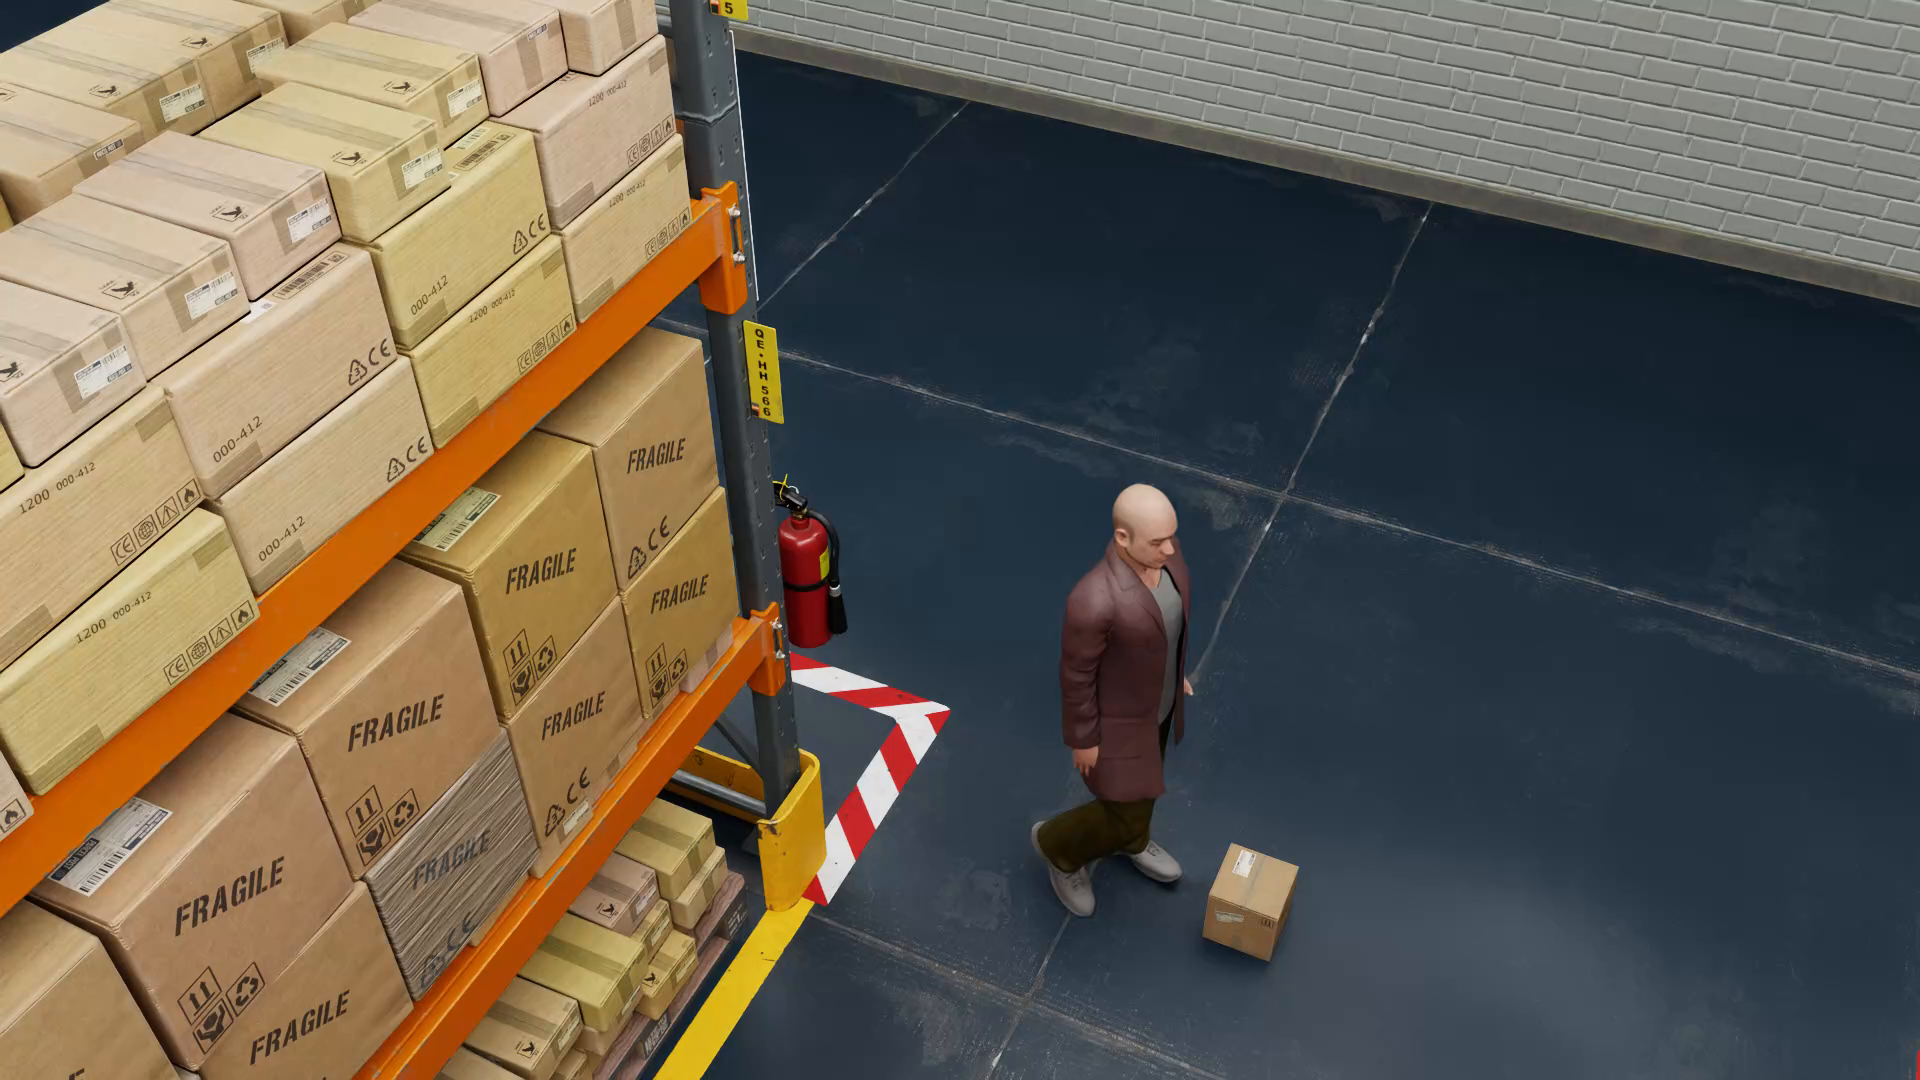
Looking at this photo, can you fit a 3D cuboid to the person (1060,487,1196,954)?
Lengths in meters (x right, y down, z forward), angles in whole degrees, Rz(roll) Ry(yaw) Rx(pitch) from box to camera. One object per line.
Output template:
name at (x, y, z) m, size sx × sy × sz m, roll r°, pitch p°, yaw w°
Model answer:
person at (0.594, 0.568, 5.513) m, size 0.460 × 1.807 × 0.601 m, roll 17°, pitch 44°, yaw 19°
